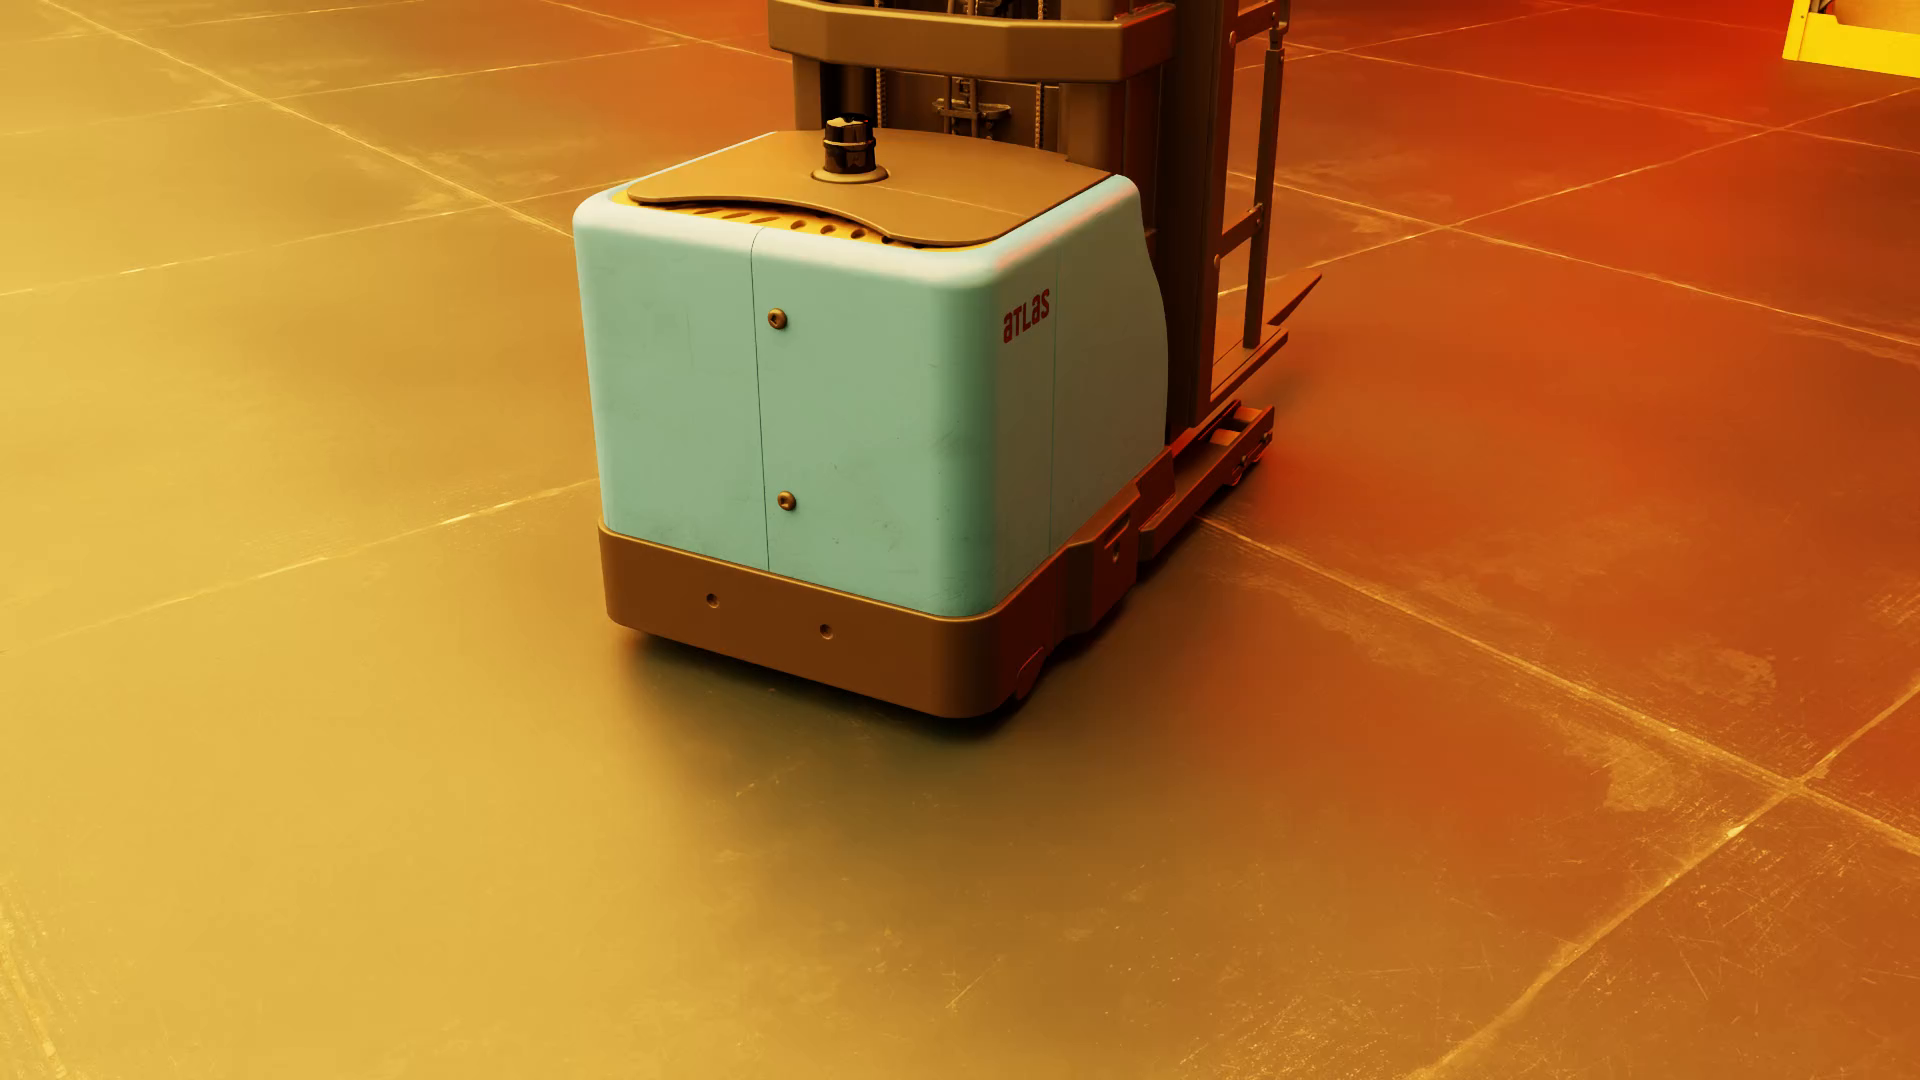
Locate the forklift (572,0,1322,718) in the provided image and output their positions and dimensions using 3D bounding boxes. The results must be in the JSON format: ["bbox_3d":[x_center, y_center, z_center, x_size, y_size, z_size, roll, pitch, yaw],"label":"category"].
[{"bbox_3d":[0.285,-1.552,4.331,1.130,2.935,3.031,13,29,25],"label":"forklift"}]
